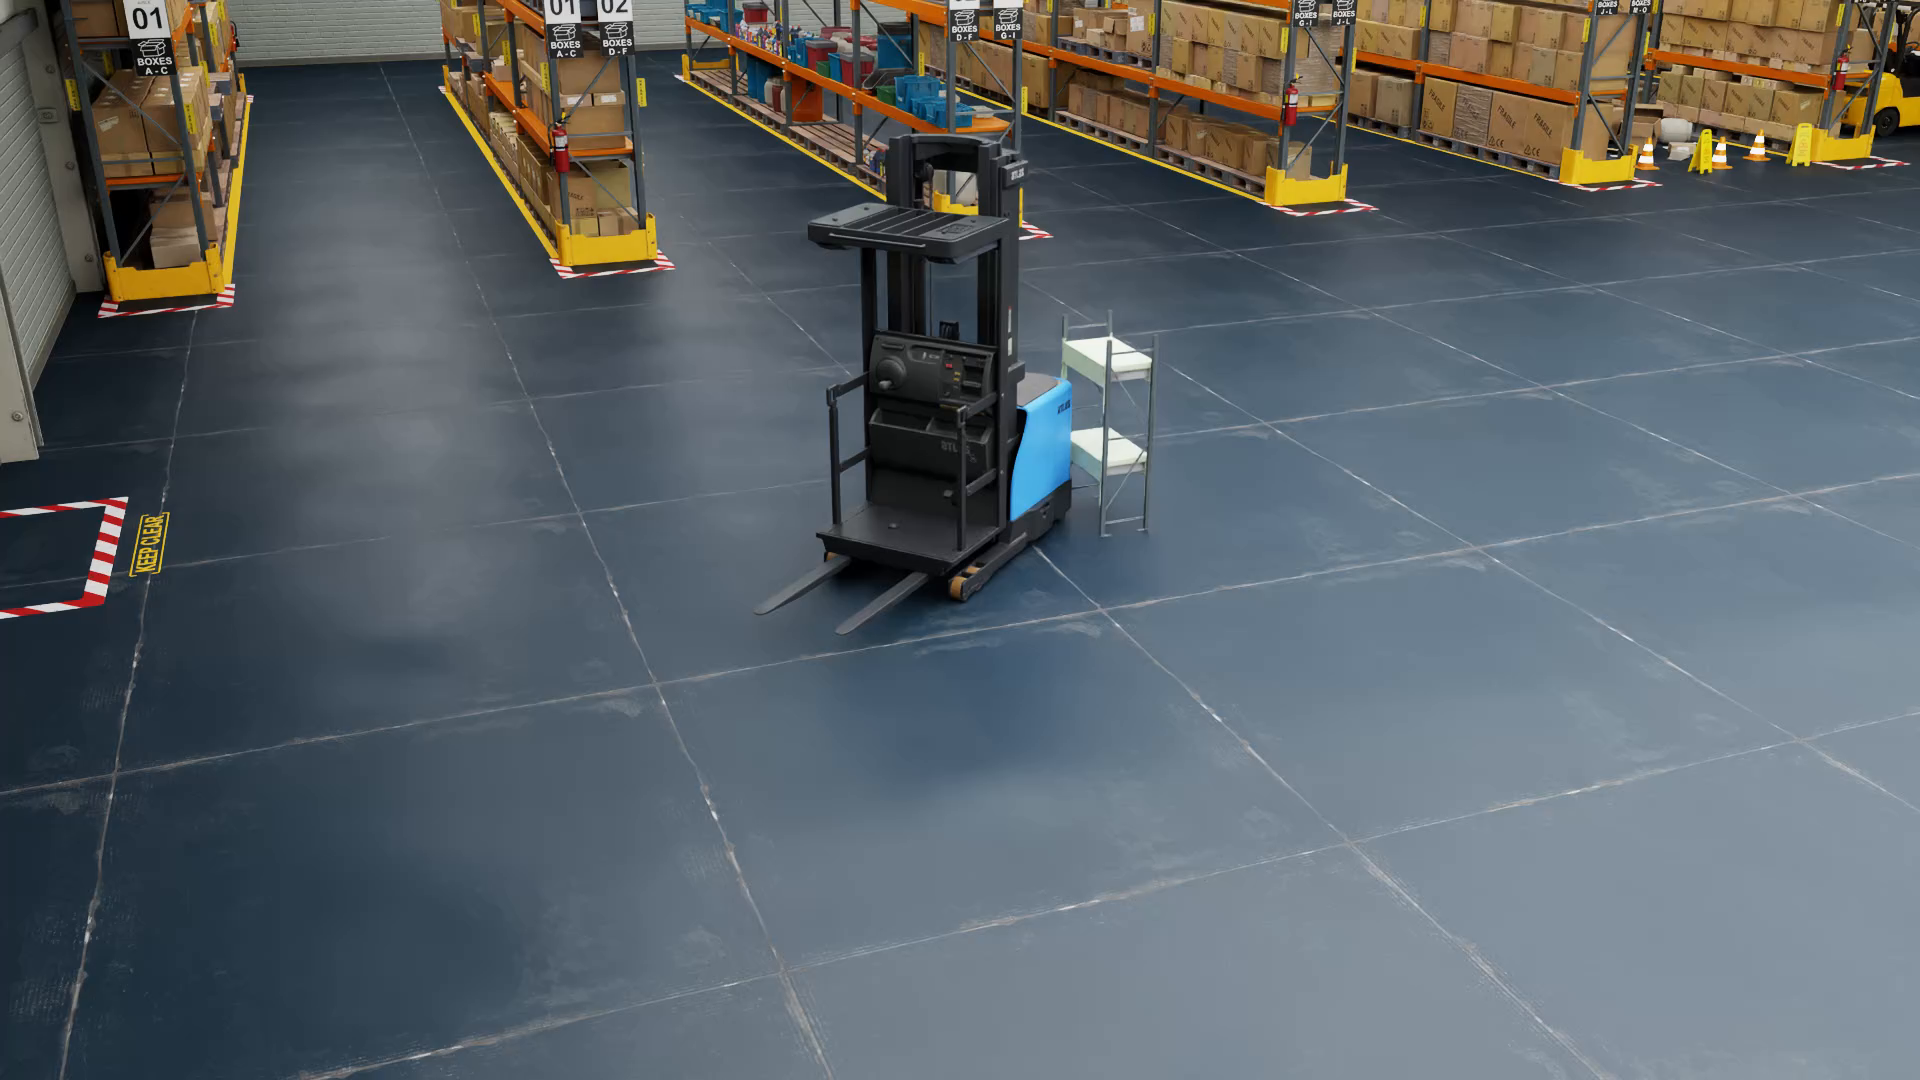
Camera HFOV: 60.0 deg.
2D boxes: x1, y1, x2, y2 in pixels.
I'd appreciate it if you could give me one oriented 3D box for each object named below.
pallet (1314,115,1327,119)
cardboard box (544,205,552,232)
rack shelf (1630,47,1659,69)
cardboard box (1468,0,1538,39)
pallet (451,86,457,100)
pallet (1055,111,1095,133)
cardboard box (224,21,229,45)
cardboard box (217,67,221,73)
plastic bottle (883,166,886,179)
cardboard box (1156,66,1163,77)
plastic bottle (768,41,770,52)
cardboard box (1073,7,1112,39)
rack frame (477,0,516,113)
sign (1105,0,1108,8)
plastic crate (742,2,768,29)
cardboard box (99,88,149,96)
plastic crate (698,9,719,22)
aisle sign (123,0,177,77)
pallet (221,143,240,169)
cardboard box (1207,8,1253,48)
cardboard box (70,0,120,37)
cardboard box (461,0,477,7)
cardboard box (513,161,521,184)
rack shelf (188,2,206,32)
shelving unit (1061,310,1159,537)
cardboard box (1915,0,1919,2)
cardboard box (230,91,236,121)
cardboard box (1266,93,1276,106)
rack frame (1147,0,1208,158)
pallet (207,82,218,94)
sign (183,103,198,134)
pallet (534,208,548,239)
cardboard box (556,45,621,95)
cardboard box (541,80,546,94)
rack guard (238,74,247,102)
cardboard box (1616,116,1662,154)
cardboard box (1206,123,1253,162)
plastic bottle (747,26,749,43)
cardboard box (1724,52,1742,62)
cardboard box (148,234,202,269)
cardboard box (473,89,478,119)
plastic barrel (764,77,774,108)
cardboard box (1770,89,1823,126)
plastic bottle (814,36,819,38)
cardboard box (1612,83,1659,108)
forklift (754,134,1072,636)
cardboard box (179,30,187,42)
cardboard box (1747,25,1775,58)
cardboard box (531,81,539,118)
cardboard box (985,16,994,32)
[{"bbox_3d":[7.001,-8.161,31.341,1.003,0.211,1.213,-8,24,-19],"label":"pallet"},{"bbox_3d":[-4.979,-4.095,21.104,0.500,0.250,0.500,-8,24,-19],"label":"cardboard box"},{"bbox_3d":[12.095,-9.401,31.618,1.077,0.370,4.000,-8,24,-19],"label":"rack shelf"},{"bbox_3d":[8.670,-8.318,26.541,0.875,0.550,0.550,-8,24,-19],"label":"cardboard box"},{"bbox_3d":[-9.668,-9.046,33.440,1.003,0.211,1.213,-8,24,-19],"label":"pallet"},{"bbox_3d":[2.392,-7.530,29.844,1.003,0.211,1.213,-8,24,-19],"label":"pallet"},{"bbox_3d":[-13.893,-9.380,30.257,0.980,0.700,0.700,-10,25,-22],"label":"cardboard box"},{"bbox_3d":[-11.780,-7.306,26.020,0.380,0.149,0.250,-8,24,-17],"label":"cardboard box"},{"bbox_3d":[-1.061,-5.354,24.128,0.097,0.201,0.097,0,23,0],"label":"plastic bottle"},{"bbox_3d":[3.325,-7.411,26.293,0.380,0.149,0.250,-8,24,-19],"label":"cardboard box"},{"bbox_3d":[-3.335,-8.722,29.336,0.097,0.201,0.097,0,23,0],"label":"plastic bottle"},{"bbox_3d":[2.346,-9.148,29.423,0.500,0.500,0.500,-12,25,-25],"label":"cardboard box"},{"bbox_3d":[-7.152,-7.741,26.755,1.000,3.000,0.127,-8,24,-19],"label":"rack frame"},{"bbox_3d":[2.622,-9.674,29.952,0.100,0.325,0.005,-8,24,-19],"label":"sign"},{"bbox_3d":[-4.010,-10.289,32.640,0.402,0.464,0.583,-8,24,-19],"label":"plastic crate"},{"bbox_3d":[-9.679,-4.953,19.340,0.500,0.500,0.500,-9,24,-20],"label":"cardboard box"},{"bbox_3d":[-5.098,-10.663,33.826,0.416,0.233,0.300,-8,24,-19],"label":"plastic crate"},{"bbox_3d":[-8.652,-5.366,17.773,0.394,0.787,0.004,-8,24,-19],"label":"aisle sign"},{"bbox_3d":[-11.993,-6.072,26.385,1.003,0.211,1.213,-8,24,-19],"label":"pallet"},{"bbox_3d":[3.993,-7.548,24.497,0.500,0.500,0.500,-8,24,-19],"label":"cardboard box"},{"bbox_3d":[-9.343,-5.708,17.914,0.500,0.500,0.500,-7,24,-15],"label":"cardboard box"},{"bbox_3d":[-8.985,-9.850,30.341,0.500,0.500,0.500,-8,24,-19],"label":"cardboard box"},{"bbox_3d":[-6.156,-5.325,24.022,0.500,0.250,0.500,-9,24,-20],"label":"cardboard box"},{"bbox_3d":[-11.078,-7.384,22.972,1.077,0.370,4.000,-8,24,-19],"label":"rack shelf"},{"bbox_3d":[1.086,-0.875,12.393,0.431,1.500,0.755,-9,24,-20],"label":"shelving unit"},{"bbox_3d":[17.549,-9.732,30.130,0.380,0.149,0.250,-8,24,-18],"label":"cardboard box"},{"bbox_3d":[-12.846,-7.498,28.405,0.750,0.750,0.750,-8,24,-18],"label":"cardboard box"},{"bbox_3d":[4.562,-6.243,23.523,0.380,0.149,0.250,-8,24,-19],"label":"cardboard box"},{"bbox_3d":[3.530,-7.646,26.528,1.000,3.000,0.127,-8,24,-19],"label":"rack frame"},{"bbox_3d":[-11.047,-6.258,23.483,1.003,0.211,1.213,-8,24,-19],"label":"pallet"},{"bbox_3d":[-8.451,-4.627,18.251,0.100,0.325,0.005,-8,24,-19],"label":"sign"},{"bbox_3d":[-5.062,-4.264,22.095,1.003,0.211,1.213,-8,24,-19],"label":"pallet"},{"bbox_3d":[-4.497,-5.669,20.039,0.700,0.500,0.500,-8,24,-19],"label":"cardboard box"},{"bbox_3d":[-5.097,-5.762,21.096,0.380,0.149,0.250,-8,24,-18],"label":"cardboard box"},{"bbox_3d":[-14.619,-8.824,32.542,1.175,0.500,0.348,-8,24,-19],"label":"rack guard"},{"bbox_3d":[11.226,-6.692,27.481,0.637,0.503,0.797,12,26,27],"label":"cardboard box"},{"bbox_3d":[4.137,-6.115,25.573,0.500,0.500,0.500,-11,25,-24],"label":"cardboard box"},{"bbox_3d":[-3.885,-9.305,30.614,0.061,0.283,0.133,-8,24,-19],"label":"plastic bottle"},{"bbox_3d":[13.171,-8.177,28.113,0.380,0.149,0.250,-8,24,-19],"label":"cardboard box"},{"bbox_3d":[-9.119,-3.381,19.305,0.500,0.311,0.500,-11,25,-25],"label":"cardboard box"},{"bbox_3d":[-8.253,-7.661,29.217,0.500,0.500,0.500,-8,24,-18],"label":"cardboard box"},{"bbox_3d":[-3.387,-8.245,30.613,0.421,0.512,0.421,0,23,0],"label":"plastic barrel"},{"bbox_3d":[13.688,-7.079,27.218,0.500,0.500,0.500,-8,24,-19],"label":"cardboard box"},{"bbox_3d":[-2.530,-8.732,29.265,0.152,0.276,0.135,-8,24,-19],"label":"plastic bottle"},{"bbox_3d":[12.614,-8.178,30.634,0.950,0.372,0.625,-8,24,-18],"label":"cardboard box"},{"bbox_3d":[-0.299,-1.137,11.173,1.130,2.935,3.031,12,26,26],"label":"forklift"},{"bbox_3d":[-11.507,-7.372,24.348,0.380,0.149,0.250,-13,26,-28],"label":"cardboard box"},{"bbox_3d":[13.419,-8.259,27.472,0.500,0.500,0.500,-8,24,-19],"label":"cardboard box"},{"bbox_3d":[-5.383,-5.983,22.454,0.700,0.500,0.500,-9,24,-20],"label":"cardboard box"},{"bbox_3d":[0.811,-10.215,32.494,0.500,0.500,0.500,-8,24,-19],"label":"cardboard box"}]
